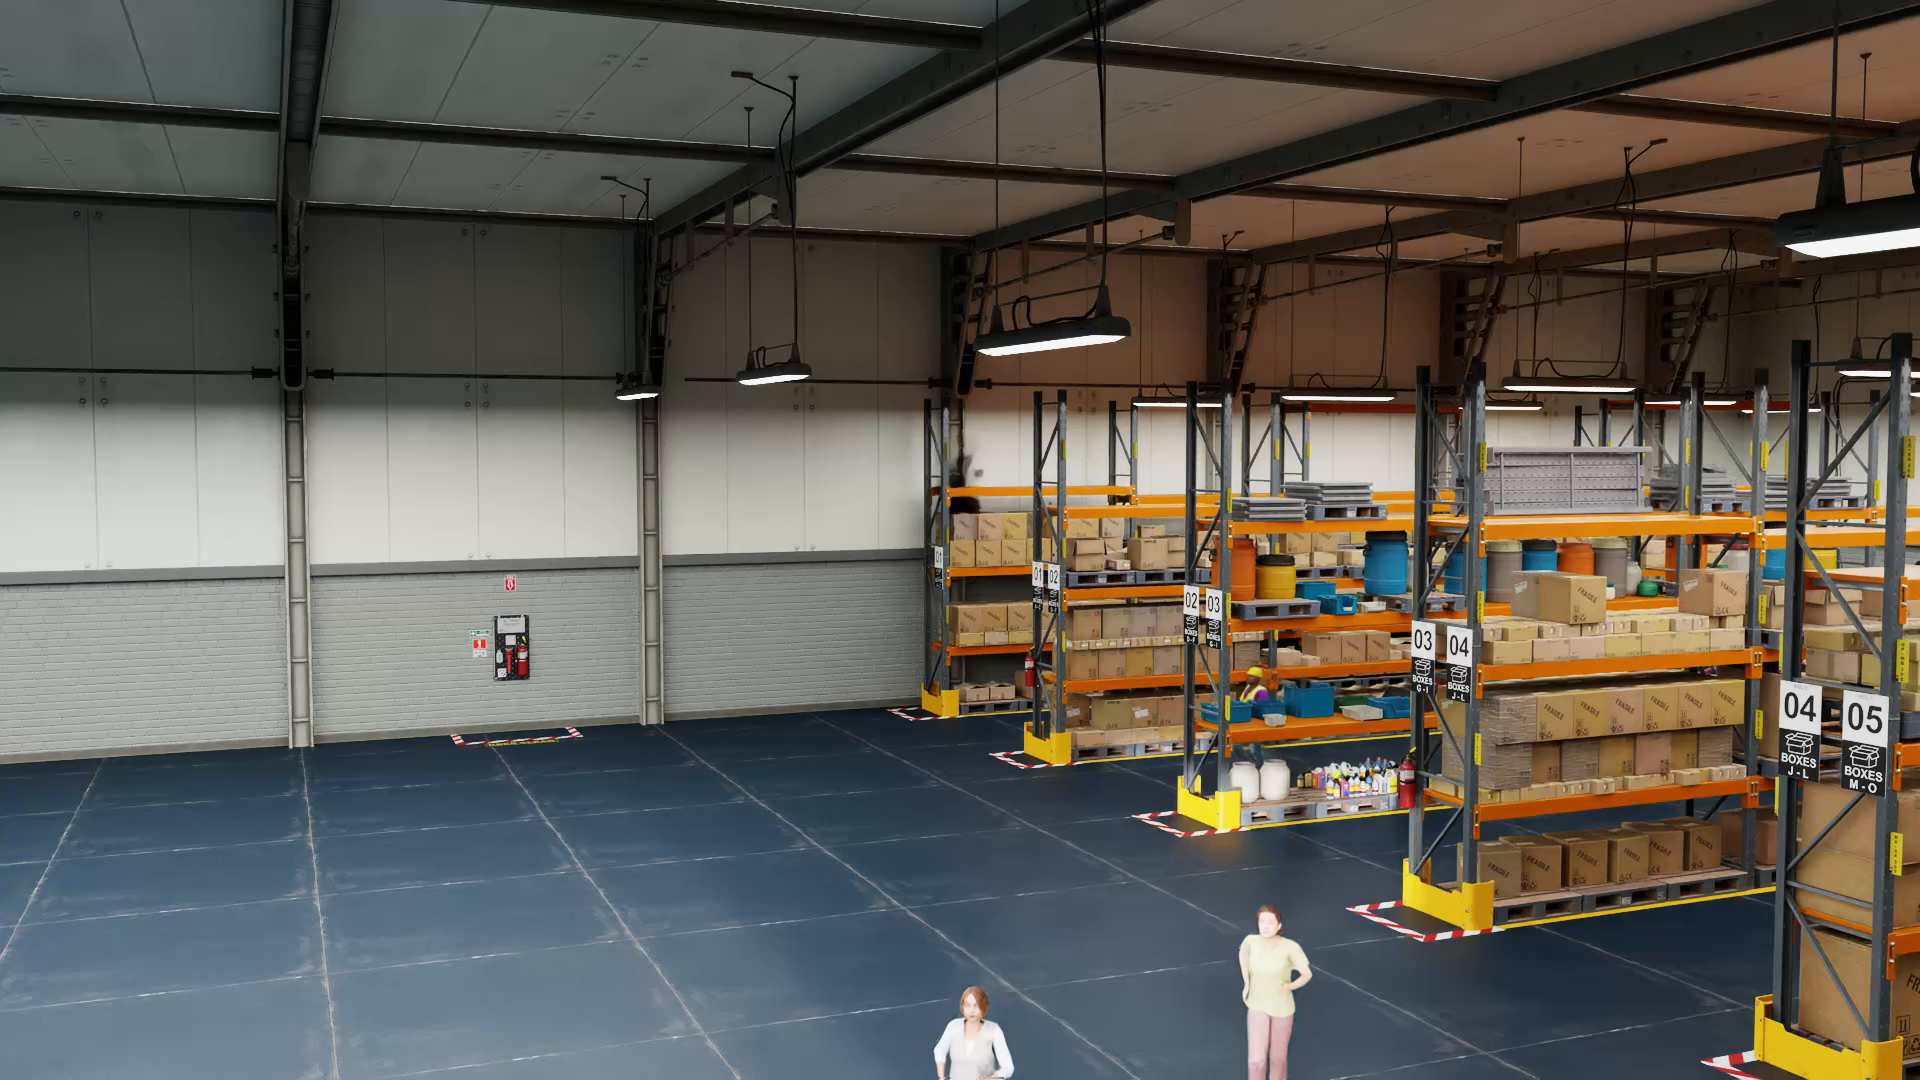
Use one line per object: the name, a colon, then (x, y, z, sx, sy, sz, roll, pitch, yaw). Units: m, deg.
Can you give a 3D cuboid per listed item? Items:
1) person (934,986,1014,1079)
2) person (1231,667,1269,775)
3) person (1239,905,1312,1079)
person: (0.084, 3.722, 10.989, 0.547, 1.570, 0.822, 0, 3, 7)
person: (4.380, 2.815, 25.084, 0.689, 1.805, 0.675, -2, 4, -29)
person: (2.379, 3.586, 12.586, 0.569, 1.718, 0.748, 1, 3, 16)
